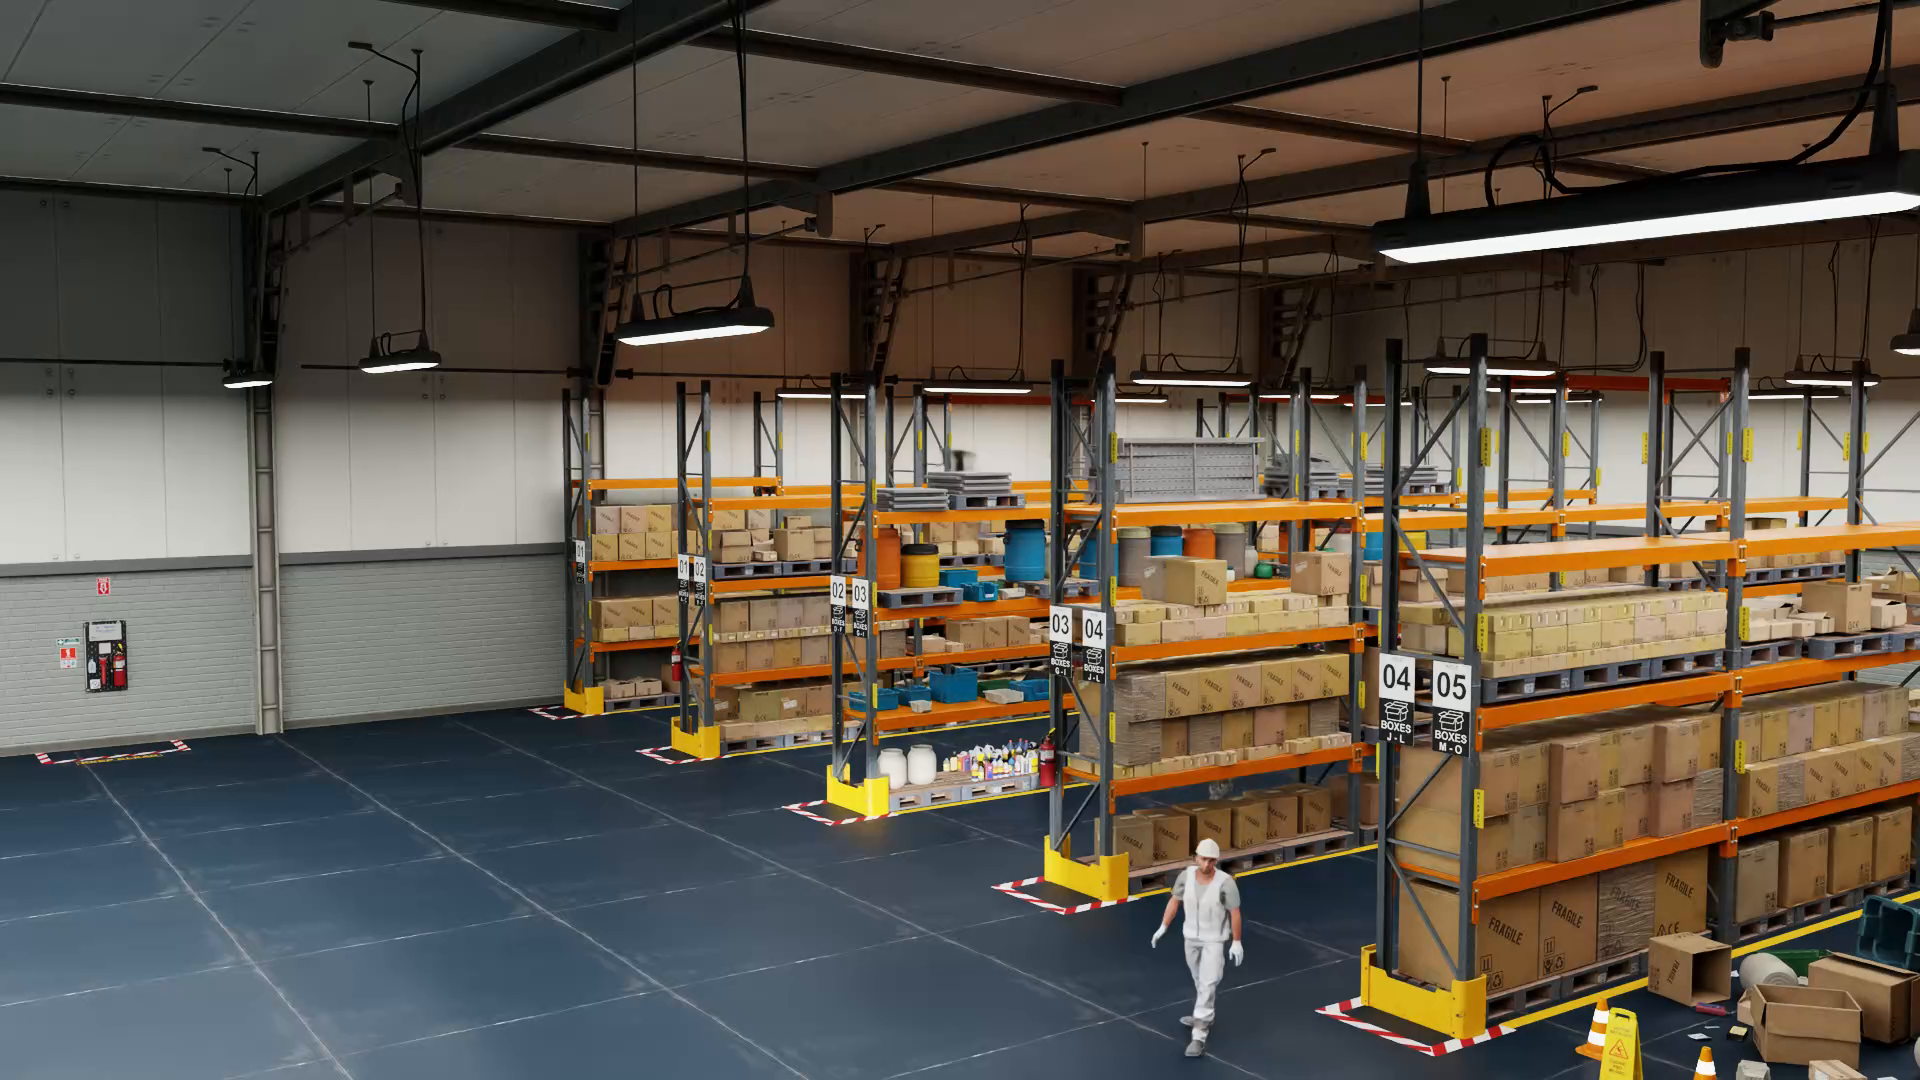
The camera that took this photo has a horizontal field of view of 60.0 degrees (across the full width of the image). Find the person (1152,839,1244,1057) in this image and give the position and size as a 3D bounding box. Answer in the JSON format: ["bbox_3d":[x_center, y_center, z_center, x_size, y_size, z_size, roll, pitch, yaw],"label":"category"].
[{"bbox_3d":[2.013,3.367,14.013,0.700,1.734,0.899,3,5,37],"label":"person"}]

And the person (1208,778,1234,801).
[{"bbox_3d":[3.572,2.801,23.242,0.831,1.812,0.739,-3,5,-36],"label":"person"}]
